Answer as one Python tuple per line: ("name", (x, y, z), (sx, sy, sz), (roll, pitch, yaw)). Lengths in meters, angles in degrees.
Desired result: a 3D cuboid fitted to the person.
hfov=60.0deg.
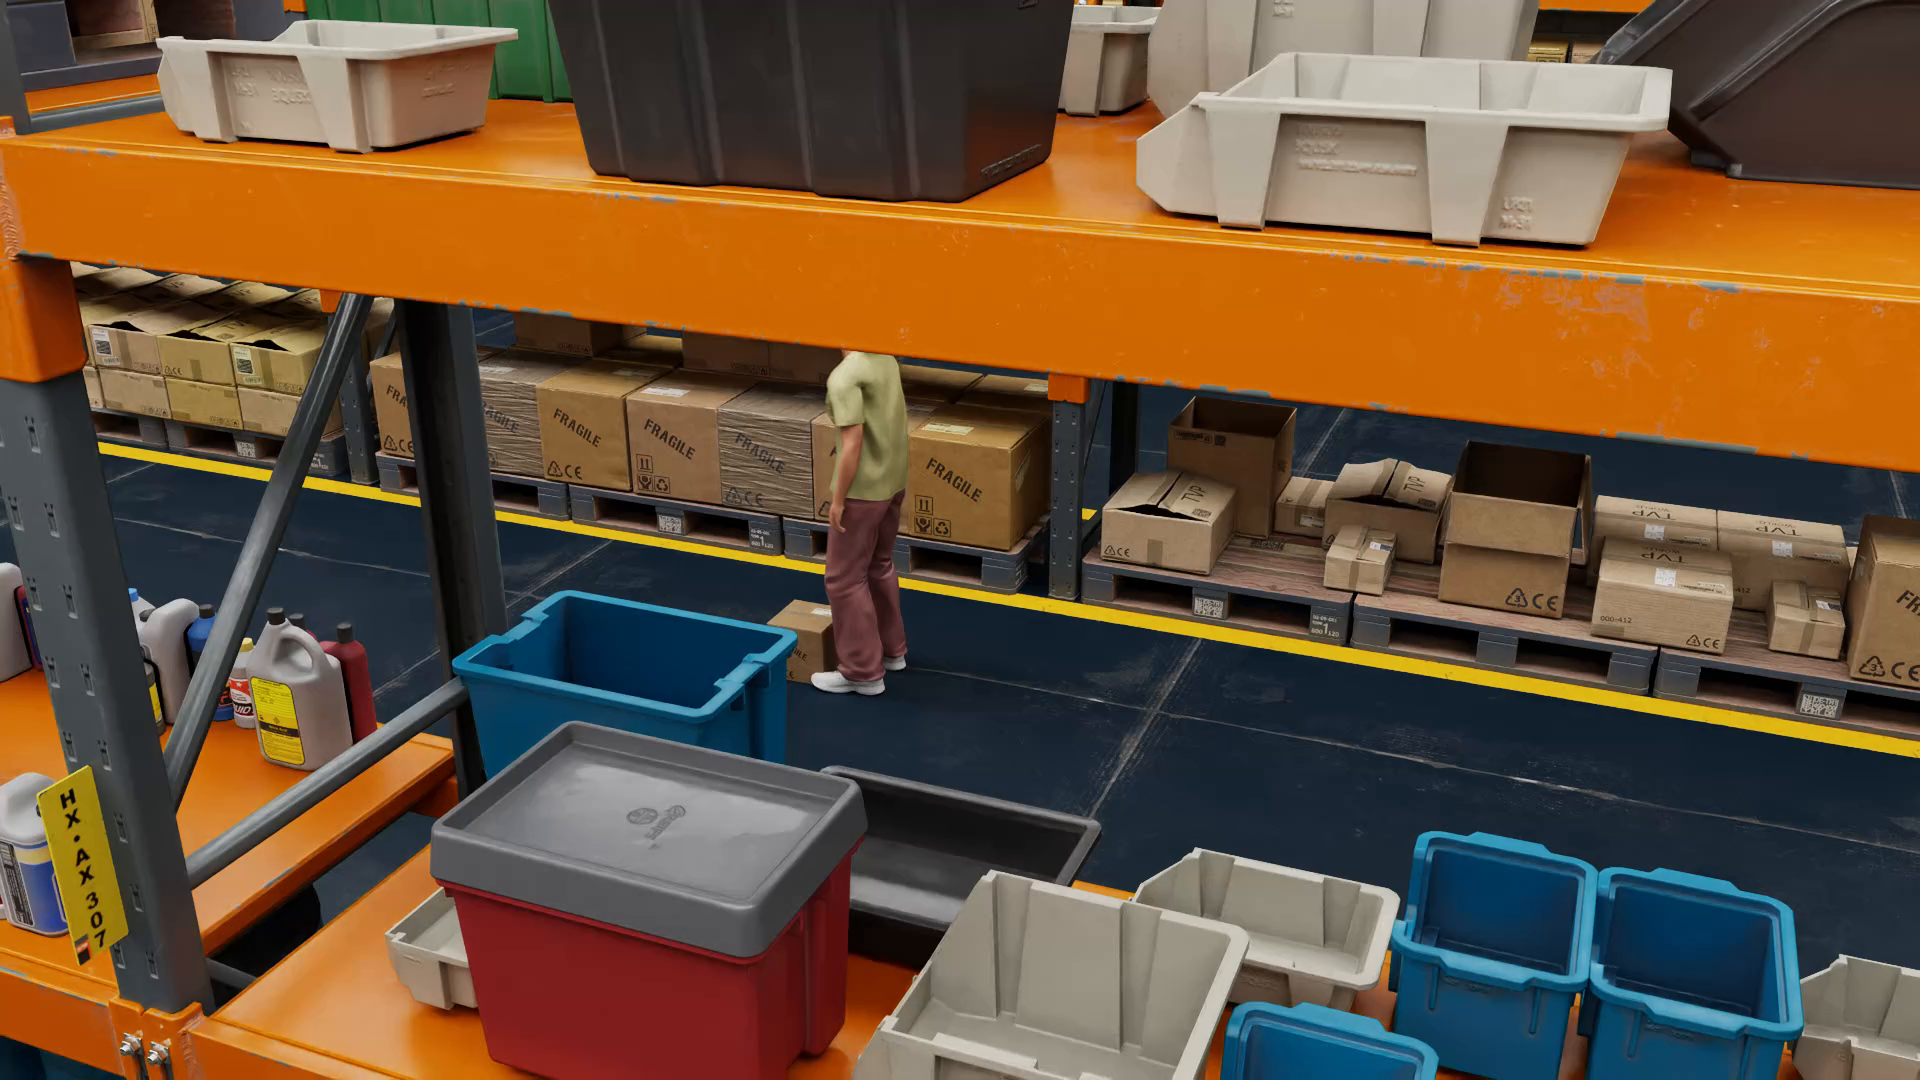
("person", (-0.394, -0.198, 6.572), (0.360, 1.672, 0.497), (9, 24, 21))
